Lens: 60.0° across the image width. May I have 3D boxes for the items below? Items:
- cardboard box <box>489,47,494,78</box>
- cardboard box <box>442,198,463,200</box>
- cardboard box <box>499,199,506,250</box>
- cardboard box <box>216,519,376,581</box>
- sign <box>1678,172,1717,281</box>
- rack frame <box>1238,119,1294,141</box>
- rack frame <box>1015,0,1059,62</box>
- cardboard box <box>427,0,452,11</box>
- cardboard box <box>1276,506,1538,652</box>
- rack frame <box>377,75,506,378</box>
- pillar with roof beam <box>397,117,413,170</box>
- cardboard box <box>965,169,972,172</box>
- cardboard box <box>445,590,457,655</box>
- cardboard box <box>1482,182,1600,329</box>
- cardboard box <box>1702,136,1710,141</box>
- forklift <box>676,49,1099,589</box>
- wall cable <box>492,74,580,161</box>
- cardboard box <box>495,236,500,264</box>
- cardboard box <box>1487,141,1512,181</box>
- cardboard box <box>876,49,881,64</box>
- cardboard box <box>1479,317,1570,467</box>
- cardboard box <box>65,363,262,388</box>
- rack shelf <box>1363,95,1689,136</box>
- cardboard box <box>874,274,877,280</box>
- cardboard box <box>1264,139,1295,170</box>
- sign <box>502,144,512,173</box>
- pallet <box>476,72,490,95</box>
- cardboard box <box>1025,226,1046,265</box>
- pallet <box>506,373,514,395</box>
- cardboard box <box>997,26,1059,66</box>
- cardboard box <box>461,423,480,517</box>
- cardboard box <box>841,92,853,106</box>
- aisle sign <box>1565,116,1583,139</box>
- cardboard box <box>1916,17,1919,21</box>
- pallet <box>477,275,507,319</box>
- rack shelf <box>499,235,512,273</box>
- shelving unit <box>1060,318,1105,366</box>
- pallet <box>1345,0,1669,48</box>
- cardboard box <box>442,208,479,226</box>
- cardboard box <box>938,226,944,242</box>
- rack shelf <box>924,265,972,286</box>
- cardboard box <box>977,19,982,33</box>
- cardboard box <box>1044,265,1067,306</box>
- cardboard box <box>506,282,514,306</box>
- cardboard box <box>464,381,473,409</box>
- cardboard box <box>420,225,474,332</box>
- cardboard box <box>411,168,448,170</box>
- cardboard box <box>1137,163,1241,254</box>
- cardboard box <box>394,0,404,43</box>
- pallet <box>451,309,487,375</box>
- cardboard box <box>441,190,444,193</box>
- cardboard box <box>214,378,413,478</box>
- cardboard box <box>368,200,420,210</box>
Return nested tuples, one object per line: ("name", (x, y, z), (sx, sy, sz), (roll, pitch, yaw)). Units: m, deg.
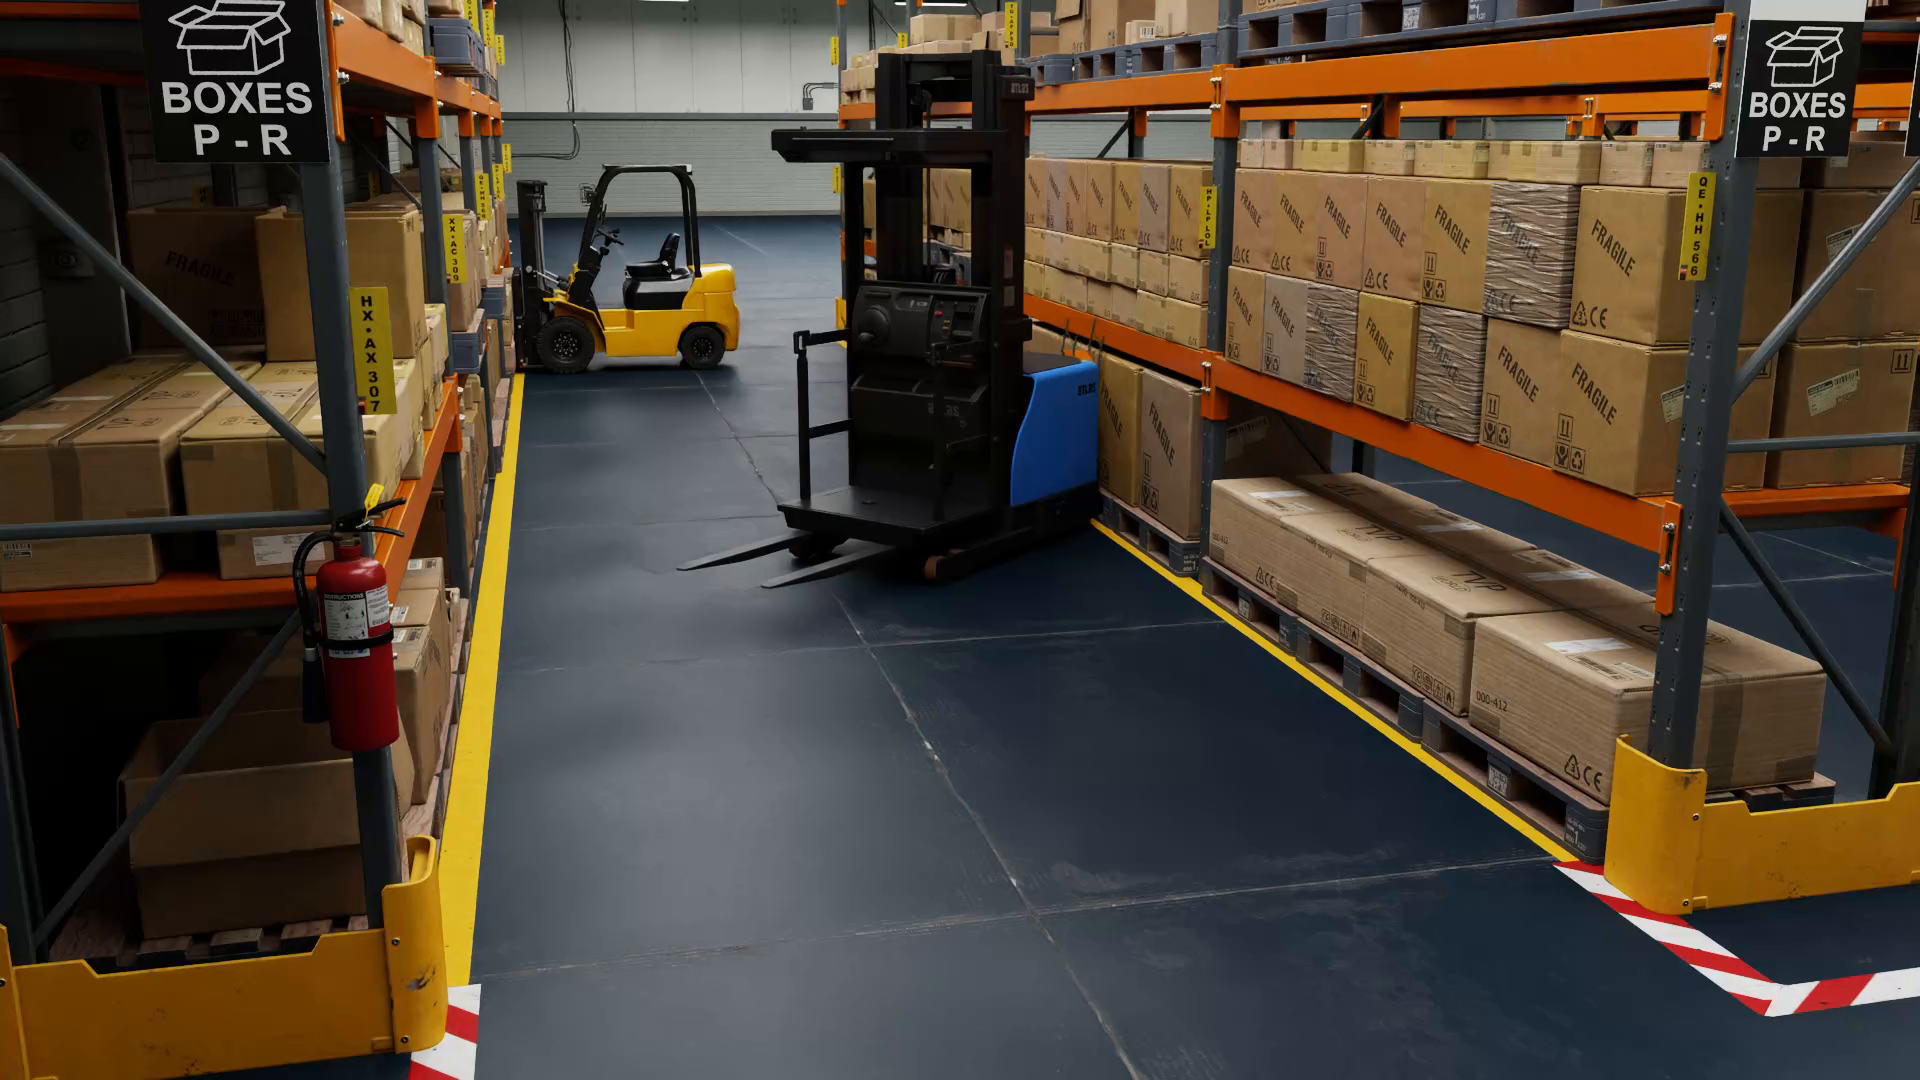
("cardboard box", (-5.306, -5.150, 17.558), (0.700, 0.500, 0.500), (-3, 14, -13))
("cardboard box", (-4.226, -2.803, 14.003), (0.380, 0.149, 0.250), (-3, 14, -13))
("cardboard box", (-5.057, -3.318, 17.476), (0.500, 0.500, 0.500), (-3, 14, -13))
("cardboard box", (-1.843, 0.000, 4.635), (0.380, 0.149, 0.250), (-3, 14, -14))
("sign", (2.261, -0.959, 5.092), (0.100, 0.325, 0.005), (-3, 14, -13))
("rack frame", (3.822, -4.298, 21.701), (1.000, 3.000, 0.127), (-3, 14, -13))
("rack frame", (0.913, -5.068, 12.210), (1.000, 3.000, 0.127), (-3, 14, -13))
("cardboard box", (-2.655, -2.632, 7.994), (0.380, 0.149, 0.250), (-3, 14, -12))
("cardboard box", (2.106, 0.167, 7.937), (0.875, 0.438, 0.875), (-4, 14, -15))
("rack frame", (-4.851, -2.799, 15.563), (1.000, 3.000, 0.127), (-3, 14, -13))
("pillar with roof beam", (-3.727, -8.049, 24.413), (9.100, 9.000, 0.400), (-3, 14, -13))
("cardboard box", (0.254, -3.228, 14.229), (0.380, 0.149, 0.250), (-4, 14, -16))
("cardboard box", (-2.471, 0.365, 7.488), (0.396, 0.266, 0.258), (-3, 14, -11))
("cardboard box", (2.296, -1.059, 6.125), (0.500, 0.500, 0.500), (-3, 14, -13))
("cardboard box", (9.114, -4.511, 19.628), (0.500, 0.500, 0.500), (-3, 14, -13))
("forklift", (-0.367, -1.302, 9.582), (1.130, 2.935, 3.031), (10, 17, 34))
("wall cable", (-12.955, -12.591, 49.545), (3.097, 2.526, 0.112), (-3, 14, -13))
("cardboard box", (-4.478, -2.624, 15.165), (0.500, 0.250, 0.500), (-3, 14, -12))
("cardboard box", (2.276, -1.466, 6.423), (0.380, 0.149, 0.250), (-3, 14, -14))
("cardboard box", (-0.683, -5.155, 17.738), (0.380, 0.149, 0.250), (-3, 14, -13))
("cardboard box", (2.318, -0.570, 6.229), (0.500, 0.500, 0.500), (-4, 14, -14))
("cardboard box", (-2.630, -0.427, 5.544), (0.500, 0.250, 0.500), (-3, 14, -11))
("rack shelf", (5.231, -4.022, 15.765), (1.077, 0.370, 4.000), (-3, 14, -13))
("cardboard box", (-0.668, -2.665, 18.346), (0.500, 0.500, 0.500), (-3, 14, -10))
("cardboard box", (1.750, -1.935, 8.342), (0.380, 0.149, 0.250), (-3, 14, -12))
("sign", (-5.259, -4.426, 19.285), (0.100, 0.325, 0.005), (-3, 14, -13))
("pallet", (-5.076, -4.408, 16.017), (1.003, 0.211, 1.213), (-3, 14, -13))
("cardboard box", (0.792, -2.193, 12.346), (0.500, 0.250, 0.500), (-3, 14, -14))
("pallet", (-4.997, -1.630, 16.655), (1.003, 0.211, 1.213), (-3, 14, -13))
("cardboard box", (0.700, -3.879, 13.452), (0.700, 0.500, 0.500), (-3, 14, -13))
("cardboard box", (-3.230, -0.425, 10.228), (0.500, 0.500, 0.500), (-4, 14, -15))
("cardboard box", (-1.204, -5.240, 19.763), (0.380, 0.149, 0.250), (-3, 14, -13))
("aisle sign", (8.361, -5.812, 22.419), (0.394, 0.787, 0.004), (-3, 14, -13))
("cardboard box", (6.638, -3.363, 10.854), (0.500, 0.311, 0.500), (-3, 14, -14))
("pallet", (-3.684, -1.631, 11.185), (1.213, 0.211, 1.003), (-3, 14, -13))
("rack shelf", (-5.320, -2.911, 17.537), (1.077, 0.370, 4.000), (-3, 14, -13))
("shelving unit", (0.735, -0.896, 11.145), (0.189, 1.200, 0.258), (0, 36, -14))
("pallet", (2.317, -2.175, 6.875), (1.003, 0.211, 1.213), (-3, 14, -13))
("cardboard box", (-3.700, -2.330, 12.066), (0.380, 0.149, 0.250), (-3, 14, -12))
("cardboard box", (0.007, -2.832, 15.345), (0.380, 0.149, 0.250), (-3, 14, -12))
("rack shelf", (0.443, -2.266, 14.896), (1.077, 0.370, 4.000), (-3, 14, -13))
("cardboard box", (0.233, -4.781, 15.734), (0.500, 0.250, 0.500), (-3, 14, -12))
("cardboard box", (0.921, -1.836, 11.940), (0.500, 0.250, 0.500), (-4, 14, -15))
("cardboard box", (-4.897, -2.515, 17.202), (0.500, 0.250, 0.500), (-3, 14, -11))
("cardboard box", (-3.436, -0.957, 11.038), (0.380, 0.149, 0.250), (-4, 14, -15))
("cardboard box", (-2.868, -1.330, 8.455), (0.700, 0.500, 0.500), (-3, 14, -12))
("cardboard box", (-5.917, -4.076, 18.585), (0.380, 0.149, 0.250), (-3, 14, -11))
("cardboard box", (1.375, -1.973, 9.866), (0.500, 0.500, 0.500), (-3, 14, -12))
("cardboard box", (-2.210, -1.869, 5.964), (0.380, 0.149, 0.250), (-3, 14, -12))
("pallet", (-3.053, -1.051, 8.812), (1.003, 0.211, 1.213), (-3, 14, -13))
("cardboard box", (-5.388, -3.460, 16.692), (0.380, 0.149, 0.250), (-3, 14, -11))
("cardboard box", (-1.996, -0.338, 5.181), (0.500, 0.250, 0.500), (-3, 14, -13))
("cardboard box", (-4.564, -2.657, 13.404), (0.380, 0.149, 0.250), (-3, 14, -12))
